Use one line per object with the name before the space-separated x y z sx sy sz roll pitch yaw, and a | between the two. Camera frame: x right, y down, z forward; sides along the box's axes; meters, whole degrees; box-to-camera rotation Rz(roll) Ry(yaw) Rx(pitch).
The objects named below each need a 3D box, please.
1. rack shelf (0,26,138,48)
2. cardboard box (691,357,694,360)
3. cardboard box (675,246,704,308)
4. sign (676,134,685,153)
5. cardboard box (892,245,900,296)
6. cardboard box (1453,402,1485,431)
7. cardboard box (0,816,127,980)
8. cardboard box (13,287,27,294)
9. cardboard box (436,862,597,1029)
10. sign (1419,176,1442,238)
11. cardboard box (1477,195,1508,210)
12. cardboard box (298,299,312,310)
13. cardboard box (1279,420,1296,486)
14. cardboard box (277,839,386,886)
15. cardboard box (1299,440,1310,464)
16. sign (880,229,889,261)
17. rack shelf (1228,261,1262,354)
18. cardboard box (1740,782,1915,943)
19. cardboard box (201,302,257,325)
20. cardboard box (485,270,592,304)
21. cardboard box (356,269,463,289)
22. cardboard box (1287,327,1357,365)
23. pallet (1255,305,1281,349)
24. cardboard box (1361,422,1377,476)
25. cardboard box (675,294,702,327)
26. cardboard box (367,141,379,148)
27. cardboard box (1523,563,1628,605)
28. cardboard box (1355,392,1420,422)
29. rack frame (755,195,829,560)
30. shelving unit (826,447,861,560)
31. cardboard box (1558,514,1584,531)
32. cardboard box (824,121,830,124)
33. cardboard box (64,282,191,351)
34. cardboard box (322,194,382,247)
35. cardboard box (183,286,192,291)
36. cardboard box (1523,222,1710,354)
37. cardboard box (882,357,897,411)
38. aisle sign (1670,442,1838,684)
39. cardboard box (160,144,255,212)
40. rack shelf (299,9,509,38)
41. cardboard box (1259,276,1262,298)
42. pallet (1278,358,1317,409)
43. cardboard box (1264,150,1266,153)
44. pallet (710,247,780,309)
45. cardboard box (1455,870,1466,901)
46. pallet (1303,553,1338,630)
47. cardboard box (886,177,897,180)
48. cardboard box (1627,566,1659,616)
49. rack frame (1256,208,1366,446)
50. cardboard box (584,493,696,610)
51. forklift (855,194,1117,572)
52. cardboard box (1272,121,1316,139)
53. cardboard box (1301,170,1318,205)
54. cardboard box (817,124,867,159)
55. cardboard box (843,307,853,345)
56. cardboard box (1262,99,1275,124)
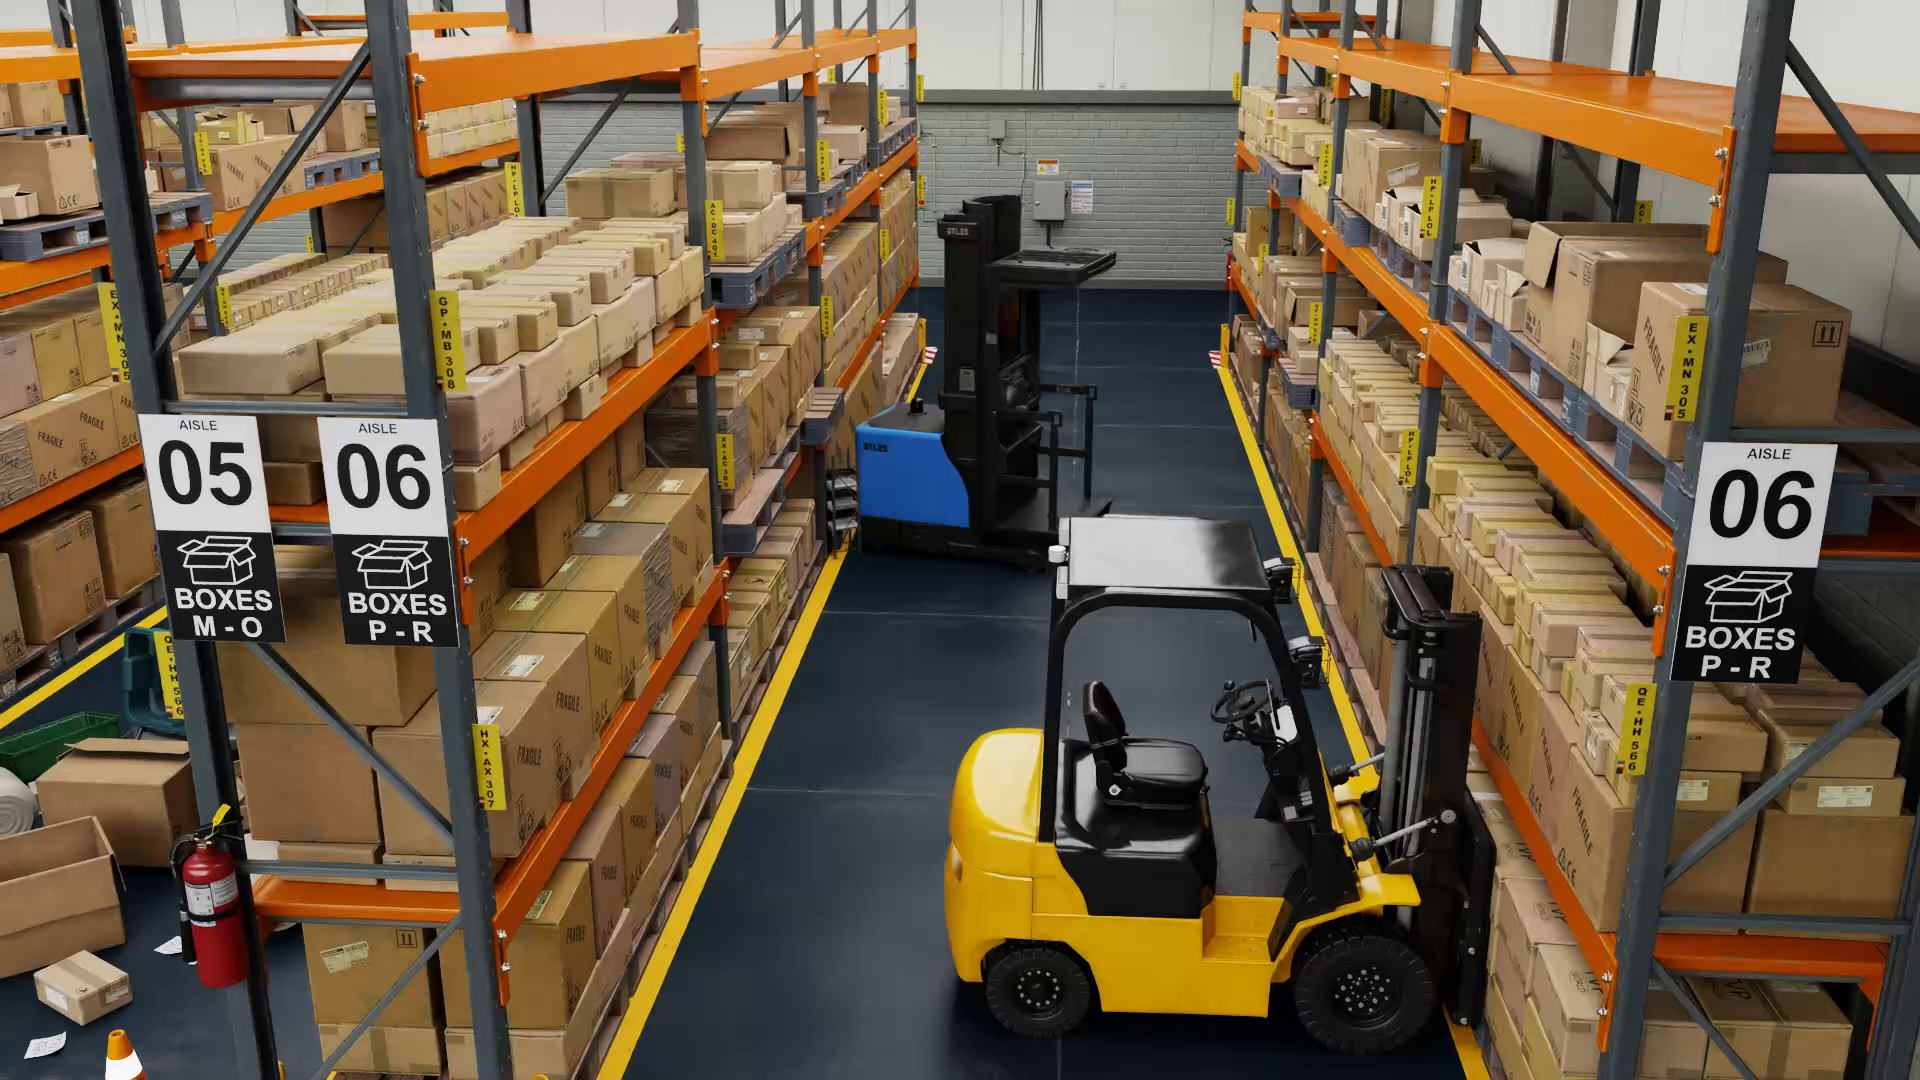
rack shelf | -11.066 -5.696 19.153 1.077 0.370 4.000 1 18 4
cardboard box | -1.980 -1.064 11.541 0.500 0.500 0.500 1 18 2
cardboard box | -1.661 -1.402 8.831 0.500 0.250 0.500 1 18 3
sign | -2.165 -3.016 13.036 0.100 0.325 0.005 1 18 4
cardboard box | -0.948 -3.033 18.701 0.500 0.500 0.500 1 18 4
cardboard box | 3.436 -0.795 10.831 0.380 0.149 0.250 1 18 3
cardboard box | -4.584 1.776 8.194 0.797 0.503 0.637 -13 22 -34
cardboard box | -10.819 -2.885 18.812 0.380 0.149 0.250 2 18 6
cardboard box | -1.850 1.691 6.982 0.500 0.500 0.500 1 18 2
sign | 2.511 -1.770 8.856 0.100 0.325 0.005 1 18 4
cardboard box | 3.438 -2.229 11.131 0.380 0.166 0.250 1 18 4
cardboard box | -6.230 -2.139 15.384 0.380 0.149 0.250 1 18 3
cardboard box | 3.255 -0.810 15.418 0.500 0.500 0.500 1 18 2
cardboard box | -2.372 1.191 6.376 0.380 0.149 0.250 2 18 6
cardboard box | 3.111 -0.747 14.185 0.380 0.149 0.250 0 18 1
sign | -0.783 -3.038 17.146 0.100 0.325 0.005 1 18 4
rack shelf | 3.770 -2.704 19.015 1.077 0.370 4.000 1 18 4
cardboard box | 3.079 1.107 6.068 0.500 0.500 0.500 2 18 6
cardboard box | -6.313 -1.957 14.353 0.380 0.149 0.250 1 18 2
cardboard box | -1.816 -1.071 7.179 0.380 0.149 0.250 2 18 5
cardboard box | -2.379 -1.082 7.212 0.380 0.149 0.250 2 18 5
cardboard box | 3.092 -1.646 14.196 0.500 0.250 0.500 0 18 1
pallet | 3.460 -2.088 16.287 1.003 0.211 1.213 1 18 4
cardboard box | 2.905 -0.584 10.825 0.500 0.250 0.500 2 18 5
cardboard box | -1.616 -1.251 9.011 0.380 0.149 0.250 1 18 4
cardboard box | -5.973 -4.106 17.560 0.500 0.250 0.500 2 18 7
cardboard box | 2.686 0.212 7.278 0.380 0.149 0.250 2 18 5
cardboard box | 2.860 -0.889 11.116 0.380 0.149 0.250 1 18 2
rack frame | -1.612 -1.293 13.550 1.000 3.000 0.127 1 18 4
shelving unit | -0.990 -0.310 13.922 0.258 0.900 0.210 -9 20 -25
cardboard box | 3.275 -0.030 8.496 0.380 0.149 0.250 2 18 5
cardboard box | -1.579 -4.376 17.711 0.380 0.149 0.250 2 18 5
cardboard box | -6.598 -1.755 13.196 0.700 0.500 0.500 1 18 4
cardboard box | -6.505 -3.430 17.830 0.500 0.500 0.500 1 18 2
cardboard box | -6.901 -2.214 15.136 0.380 0.149 0.250 1 18 4
cardboard box | 2.808 -1.059 7.021 0.797 0.503 0.637 2 18 6
cardboard box | -1.173 -1.709 18.263 0.875 0.438 0.875 1 18 3
aisle sign | 2.468 0.080 5.186 0.394 0.787 0.004 1 18 4
cardboard box | -6.250 -3.016 13.832 0.500 0.500 0.500 1 18 4
rack shelf | -6.126 -5.743 18.657 1.077 0.370 4.000 1 18 4
cardboard box | 3.420 -2.659 17.483 0.500 0.250 0.500 2 18 5
pallet | 3.318 -1.304 13.893 1.213 0.211 1.003 1 18 4
cardboard box | 3.428 -4.085 17.658 0.380 0.149 0.250 1 18 4
pallet | -1.748 -1.576 9.899 1.213 0.211 1.003 1 18 4
cardboard box | 2.591 1.541 7.840 0.500 0.250 0.500 1 18 4
pallet | 3.242 0.397 12.872 1.003 0.211 1.213 1 18 4
cardboard box | -0.941 -4.174 19.535 0.380 0.149 0.250 1 18 3
cardboard box | 3.143 0.225 7.238 0.380 0.149 0.250 1 18 4
rack frame | 3.626 -2.425 17.007 1.000 3.000 0.127 1 18 4
cardboard box | -1.712 0.065 8.771 0.500 0.500 0.500 2 18 6
forklift | 0.678 -1.298 13.679 3.031 2.935 1.130 7 19 20
cardboard box | 3.159 -3.874 15.703 0.380 0.149 0.250 1 18 3
cardboard box | 3.205 -3.013 14.226 0.500 0.250 0.500 1 18 4
cardboard box | -1.179 -3.839 15.973 0.500 0.311 0.500 1 18 4
cardboard box | -1.243 -1.926 14.921 0.500 0.250 0.500 1 18 4
cardboard box | 3.450 -4.478 17.416 0.500 0.250 0.500 1 18 3
